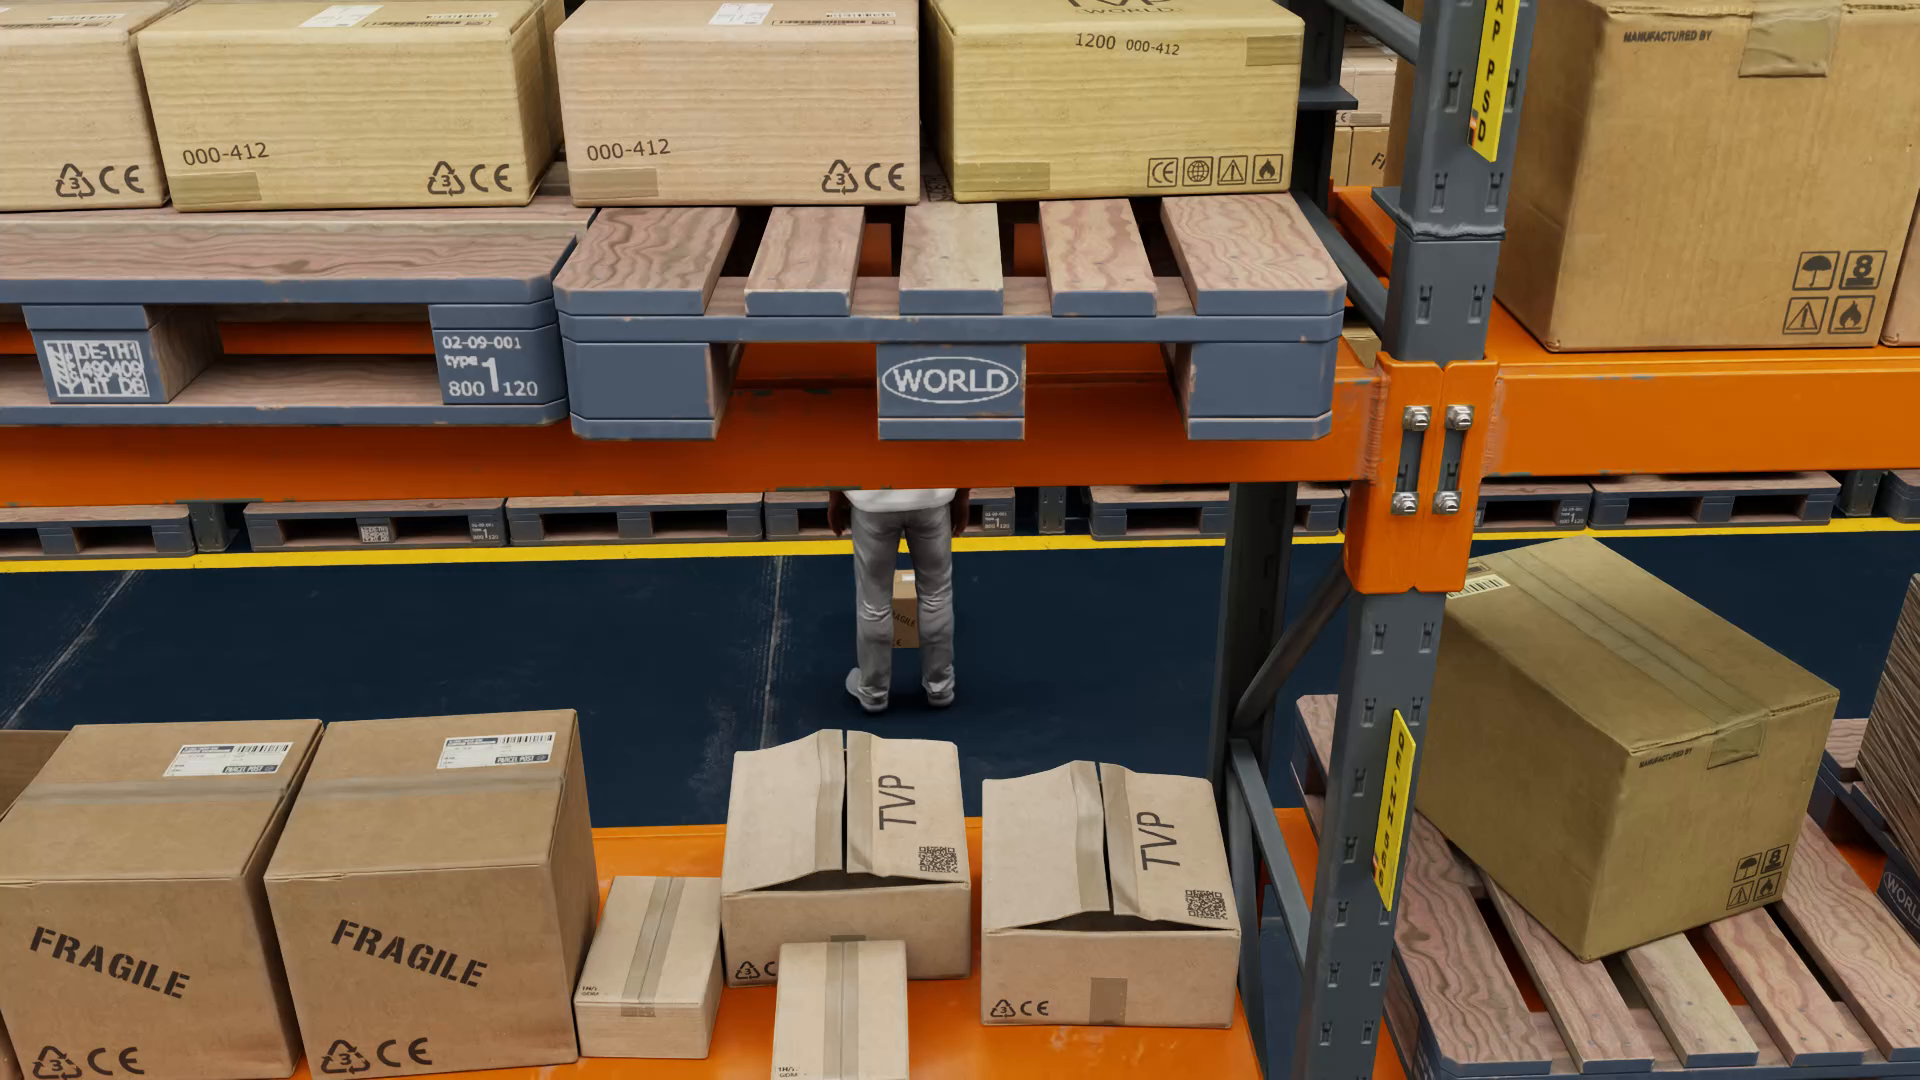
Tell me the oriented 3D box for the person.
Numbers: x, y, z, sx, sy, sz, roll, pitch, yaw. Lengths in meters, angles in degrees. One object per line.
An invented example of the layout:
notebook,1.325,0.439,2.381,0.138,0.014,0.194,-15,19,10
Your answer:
person,-0.224,-0.160,6.357,0.568,1.773,0.343,-4,28,-7
